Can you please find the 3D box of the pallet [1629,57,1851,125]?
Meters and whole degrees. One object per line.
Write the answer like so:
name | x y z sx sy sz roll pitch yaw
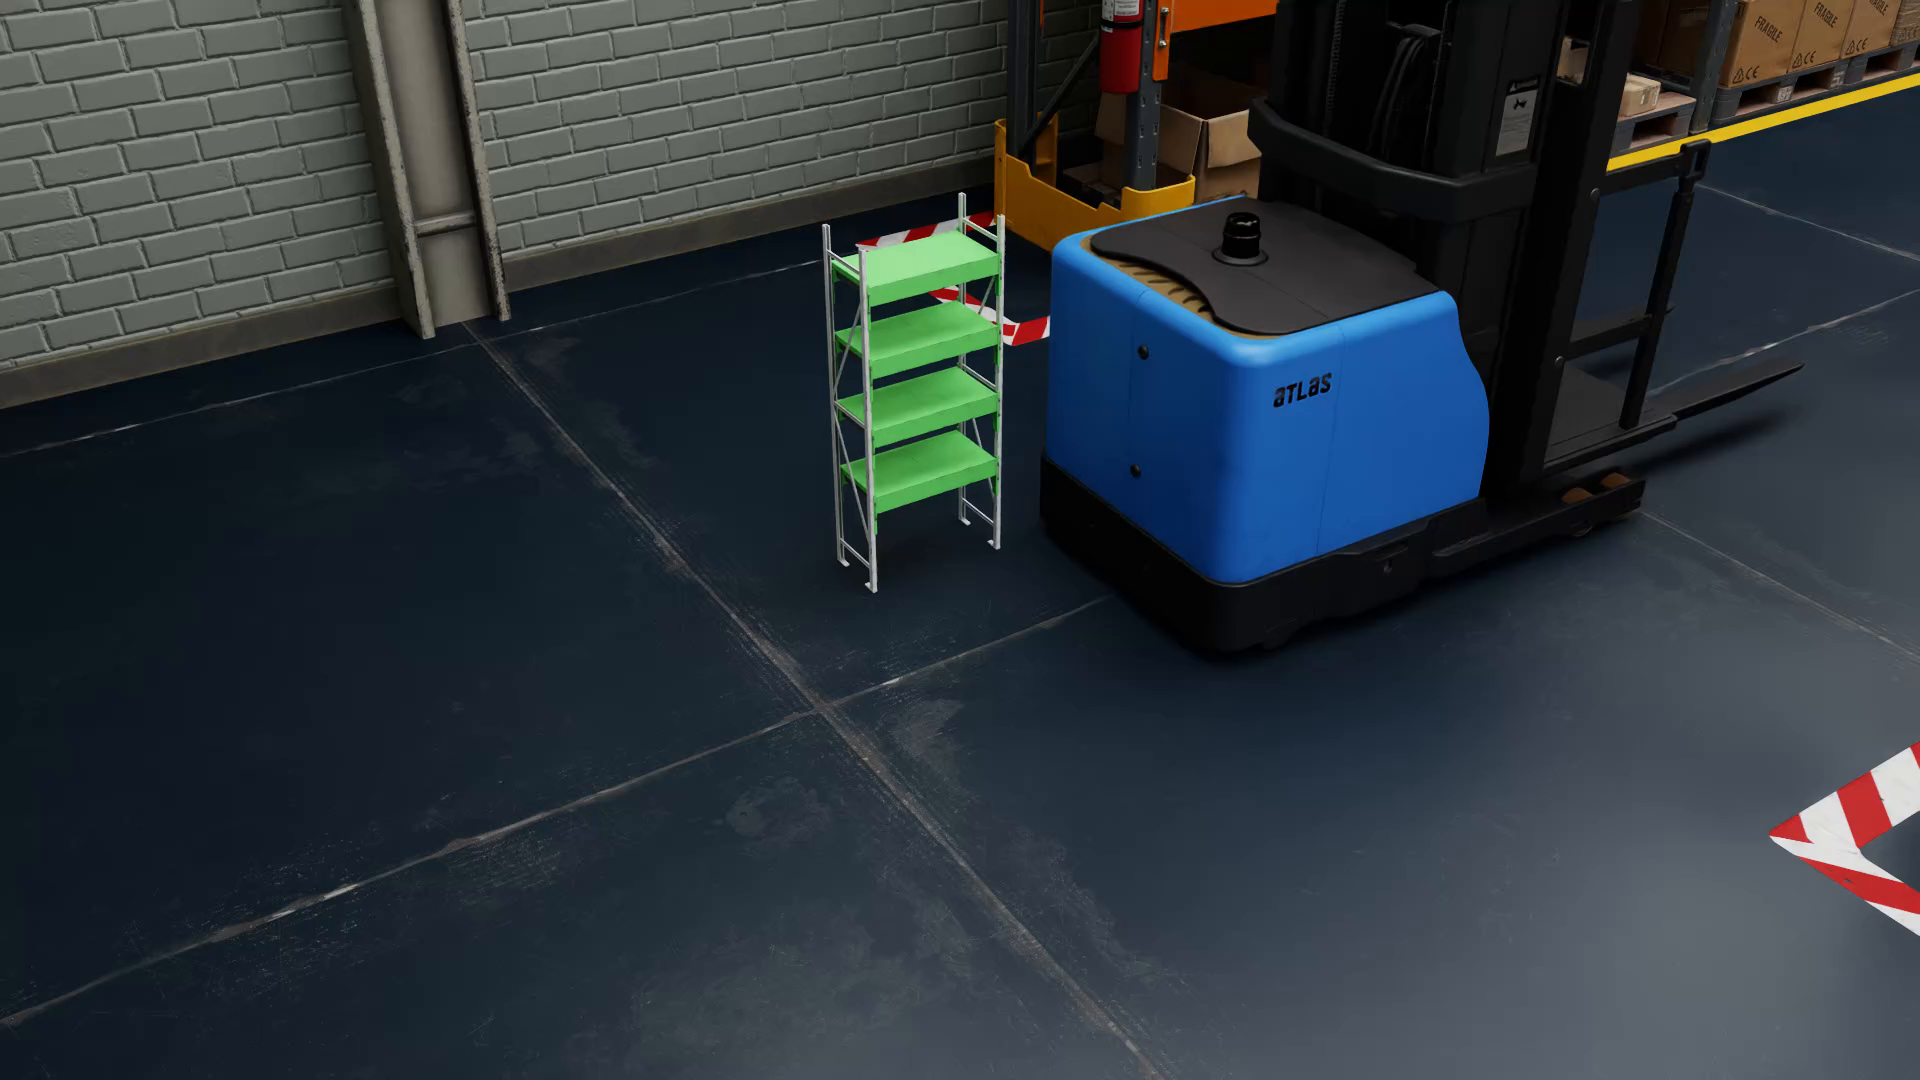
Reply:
pallet | 4.565 -2.855 10.079 1.213 0.211 1.003 -19 37 -27

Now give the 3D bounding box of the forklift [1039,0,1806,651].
forklift | 1.803 -1.475 5.340 3.031 2.935 1.130 -18 36 -26

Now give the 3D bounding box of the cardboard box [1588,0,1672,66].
cardboard box | 4.155 -3.178 9.925 0.500 0.500 0.500 -19 37 -27

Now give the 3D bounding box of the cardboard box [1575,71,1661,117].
cardboard box | 3.593 -2.462 9.120 0.250 0.149 0.380 -20 37 -29

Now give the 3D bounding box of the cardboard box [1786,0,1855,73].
cardboard box | 4.873 -3.100 9.803 0.500 0.500 0.500 -19 37 -28

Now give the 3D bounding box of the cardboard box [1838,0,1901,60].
cardboard box | 5.295 -3.243 10.028 0.500 0.500 0.500 -20 37 -29

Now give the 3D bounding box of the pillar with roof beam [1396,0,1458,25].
pillar with roof beam | 5.161 -4.593 4.596 0.400 9.000 9.100 -19 37 -27

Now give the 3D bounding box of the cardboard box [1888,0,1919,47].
cardboard box | 5.734 -3.390 10.262 0.500 0.500 0.500 -20 38 -29

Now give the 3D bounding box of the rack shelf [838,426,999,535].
rack shelf | -0.139 -0.203 5.516 0.480 0.148 0.258 -19 37 -27

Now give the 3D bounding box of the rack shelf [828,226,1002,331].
rack shelf | -0.139 -0.812 5.132 0.480 0.148 0.258 -19 37 -27

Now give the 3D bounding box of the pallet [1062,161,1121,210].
pallet | 1.274 -1.700 8.247 1.213 0.211 1.003 -19 37 -27

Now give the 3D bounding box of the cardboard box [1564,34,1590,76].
cardboard box | 3.219 -2.738 9.406 0.500 0.311 0.500 -18 36 -26

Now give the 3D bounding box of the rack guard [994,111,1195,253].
rack guard | 0.604 -1.591 7.804 0.348 0.500 1.175 -19 37 -27

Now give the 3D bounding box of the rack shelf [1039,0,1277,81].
rack shelf | 2.221 -2.900 8.211 4.000 0.370 1.077 -19 37 -27

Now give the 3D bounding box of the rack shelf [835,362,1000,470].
rack shelf | -0.139 -0.406 5.388 0.480 0.148 0.258 -19 37 -27

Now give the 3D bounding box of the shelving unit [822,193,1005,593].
shelving unit | -0.139 -0.460 5.354 0.503 1.200 0.258 -19 37 -27

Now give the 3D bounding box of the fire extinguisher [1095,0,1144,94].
fire extinguisher | 0.667 -2.186 6.826 0.183 0.674 0.296 -19 37 -27

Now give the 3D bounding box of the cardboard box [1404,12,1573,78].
cardboard box | 2.718 -2.411 8.710 0.500 0.500 0.700 -20 38 -29

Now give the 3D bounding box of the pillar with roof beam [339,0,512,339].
pillar with roof beam | 0.118 -2.858 1.846 0.400 9.000 9.100 -19 37 -27

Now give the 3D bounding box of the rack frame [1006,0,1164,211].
rack frame | 0.540 -2.627 7.102 0.127 3.000 1.000 -19 37 -27

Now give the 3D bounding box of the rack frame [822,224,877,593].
rack frame | -0.344 -0.389 5.242 0.015 1.200 0.240 -19 37 -27

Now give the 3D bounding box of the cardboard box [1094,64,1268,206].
cardboard box | 1.106 -1.883 7.869 0.637 0.503 0.797 -21 38 -29

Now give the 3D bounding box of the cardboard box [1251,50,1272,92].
cardboard box | 1.845 -2.111 8.234 0.500 0.500 0.700 -17 36 -25

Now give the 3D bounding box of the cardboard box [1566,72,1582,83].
cardboard box | 3.293 -2.408 8.925 0.258 0.266 0.396 -18 36 -26

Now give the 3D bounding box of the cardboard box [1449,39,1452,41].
cardboard box | 2.344 -2.219 8.405 0.500 0.500 0.500 -18 37 -26

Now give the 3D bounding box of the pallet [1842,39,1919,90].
pallet | 5.592 -3.210 10.641 1.213 0.211 1.003 -19 37 -27

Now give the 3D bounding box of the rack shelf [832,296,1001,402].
rack shelf | -0.139 -0.609 5.260 0.480 0.148 0.258 -19 37 -27

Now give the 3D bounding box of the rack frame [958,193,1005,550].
rack frame | 0.066 -0.530 5.466 0.015 1.200 0.240 -19 37 -27

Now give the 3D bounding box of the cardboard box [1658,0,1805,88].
cardboard box | 4.431 -2.942 9.552 0.500 0.500 0.500 -17 36 -25

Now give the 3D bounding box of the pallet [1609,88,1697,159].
pallet | 3.324 -2.405 9.365 1.213 0.211 1.003 -19 37 -27

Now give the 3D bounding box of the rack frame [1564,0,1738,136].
rack frame | 3.902 -3.783 8.935 0.127 3.000 1.000 -19 37 -27
